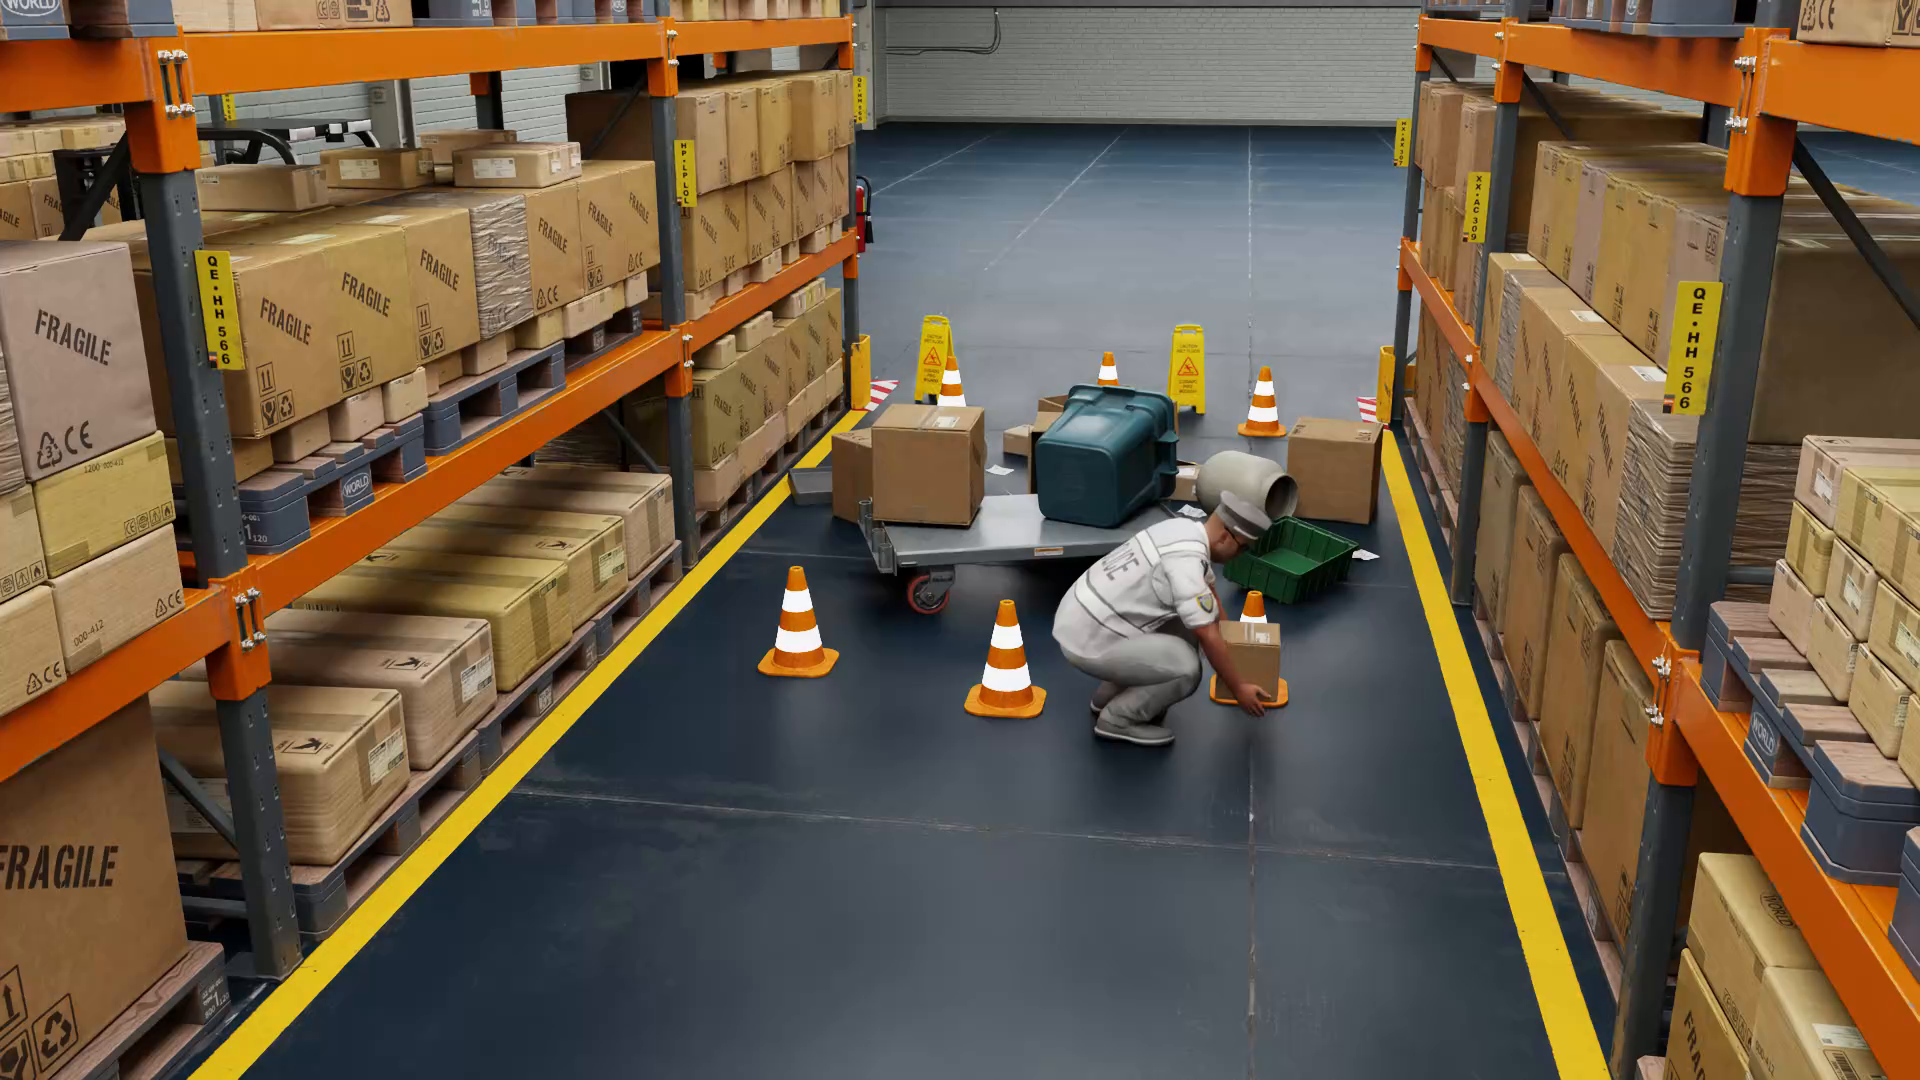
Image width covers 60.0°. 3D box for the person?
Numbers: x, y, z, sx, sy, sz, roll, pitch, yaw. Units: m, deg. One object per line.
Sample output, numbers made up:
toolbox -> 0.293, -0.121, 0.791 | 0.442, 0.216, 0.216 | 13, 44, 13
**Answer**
person -> 0.835, 0.303, 6.808 | 0.928, 1.027, 0.525 | 2, 18, 7
